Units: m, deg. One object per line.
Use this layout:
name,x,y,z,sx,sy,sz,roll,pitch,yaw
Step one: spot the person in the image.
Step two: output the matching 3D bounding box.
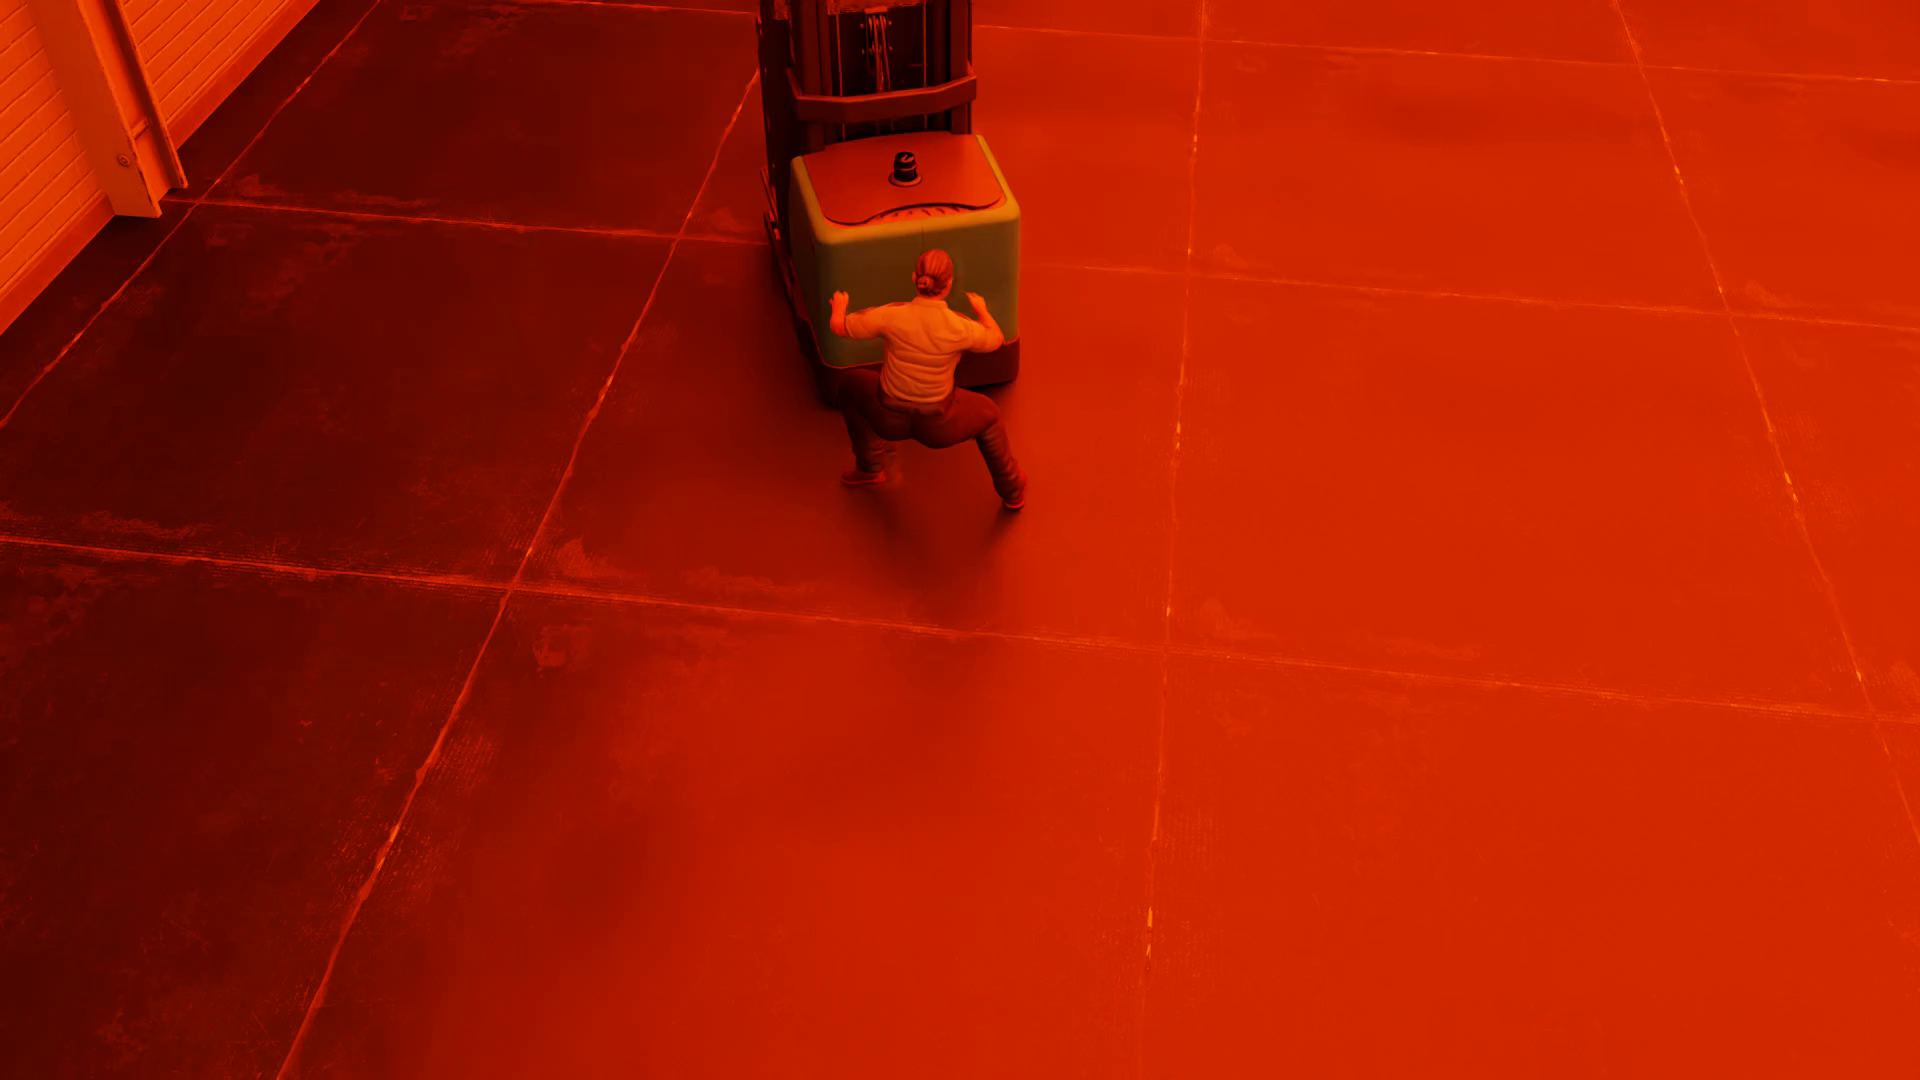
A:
person,-0.152,-0.765,7.663,0.952,1.434,0.711,5,43,6

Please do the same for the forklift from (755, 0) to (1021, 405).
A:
forklift,-0.535,-2.780,8.751,1.130,2.935,3.031,-9,43,-10
